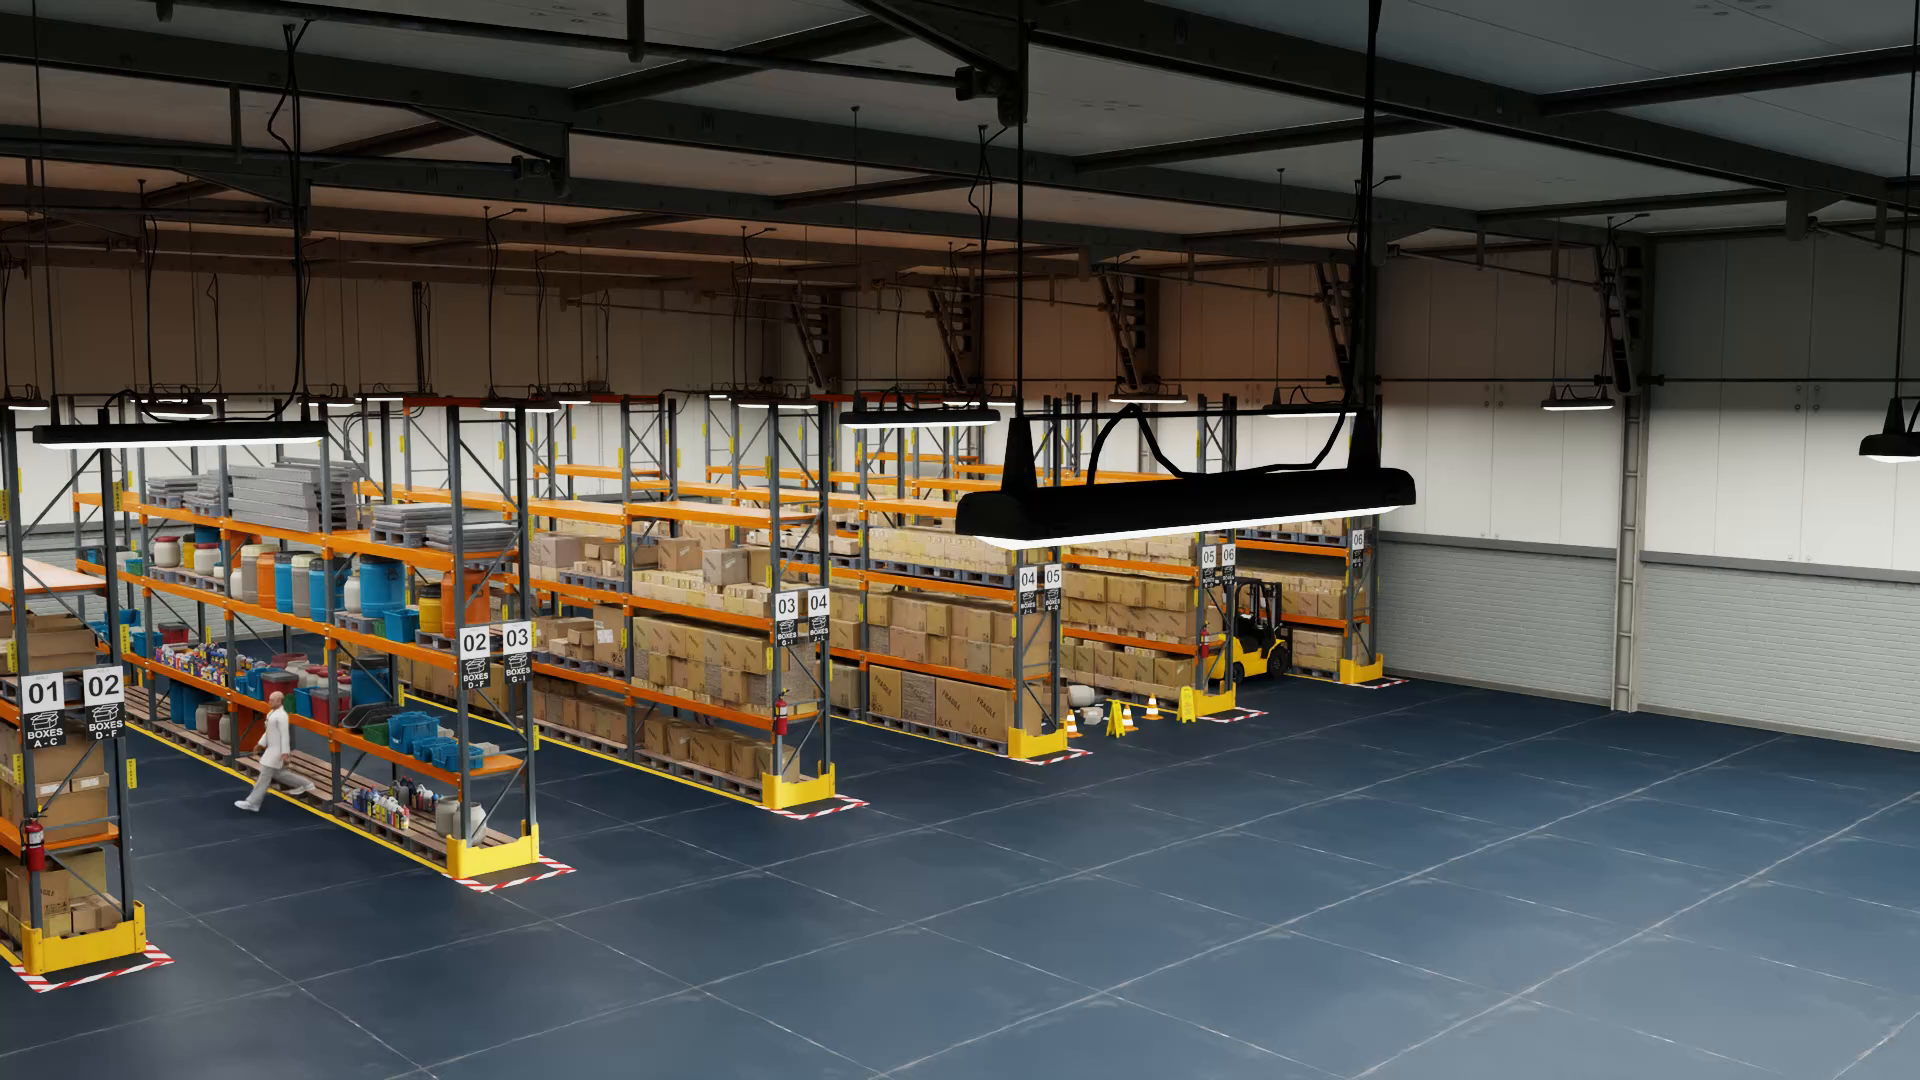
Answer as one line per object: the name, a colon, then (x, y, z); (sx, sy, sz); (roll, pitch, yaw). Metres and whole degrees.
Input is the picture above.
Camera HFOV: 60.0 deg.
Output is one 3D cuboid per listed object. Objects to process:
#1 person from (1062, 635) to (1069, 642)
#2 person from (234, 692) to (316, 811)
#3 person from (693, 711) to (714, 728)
person: (2.484, 1.731, 37.493); (0.697, 1.514, 0.454); (5, 7, 40)
person: (-10.104, 3.090, 24.488); (1.107, 1.725, 0.578); (-2, 6, -21)
person: (-4.607, 2.630, 29.406); (0.579, 1.710, 0.478); (-4, 7, -33)
